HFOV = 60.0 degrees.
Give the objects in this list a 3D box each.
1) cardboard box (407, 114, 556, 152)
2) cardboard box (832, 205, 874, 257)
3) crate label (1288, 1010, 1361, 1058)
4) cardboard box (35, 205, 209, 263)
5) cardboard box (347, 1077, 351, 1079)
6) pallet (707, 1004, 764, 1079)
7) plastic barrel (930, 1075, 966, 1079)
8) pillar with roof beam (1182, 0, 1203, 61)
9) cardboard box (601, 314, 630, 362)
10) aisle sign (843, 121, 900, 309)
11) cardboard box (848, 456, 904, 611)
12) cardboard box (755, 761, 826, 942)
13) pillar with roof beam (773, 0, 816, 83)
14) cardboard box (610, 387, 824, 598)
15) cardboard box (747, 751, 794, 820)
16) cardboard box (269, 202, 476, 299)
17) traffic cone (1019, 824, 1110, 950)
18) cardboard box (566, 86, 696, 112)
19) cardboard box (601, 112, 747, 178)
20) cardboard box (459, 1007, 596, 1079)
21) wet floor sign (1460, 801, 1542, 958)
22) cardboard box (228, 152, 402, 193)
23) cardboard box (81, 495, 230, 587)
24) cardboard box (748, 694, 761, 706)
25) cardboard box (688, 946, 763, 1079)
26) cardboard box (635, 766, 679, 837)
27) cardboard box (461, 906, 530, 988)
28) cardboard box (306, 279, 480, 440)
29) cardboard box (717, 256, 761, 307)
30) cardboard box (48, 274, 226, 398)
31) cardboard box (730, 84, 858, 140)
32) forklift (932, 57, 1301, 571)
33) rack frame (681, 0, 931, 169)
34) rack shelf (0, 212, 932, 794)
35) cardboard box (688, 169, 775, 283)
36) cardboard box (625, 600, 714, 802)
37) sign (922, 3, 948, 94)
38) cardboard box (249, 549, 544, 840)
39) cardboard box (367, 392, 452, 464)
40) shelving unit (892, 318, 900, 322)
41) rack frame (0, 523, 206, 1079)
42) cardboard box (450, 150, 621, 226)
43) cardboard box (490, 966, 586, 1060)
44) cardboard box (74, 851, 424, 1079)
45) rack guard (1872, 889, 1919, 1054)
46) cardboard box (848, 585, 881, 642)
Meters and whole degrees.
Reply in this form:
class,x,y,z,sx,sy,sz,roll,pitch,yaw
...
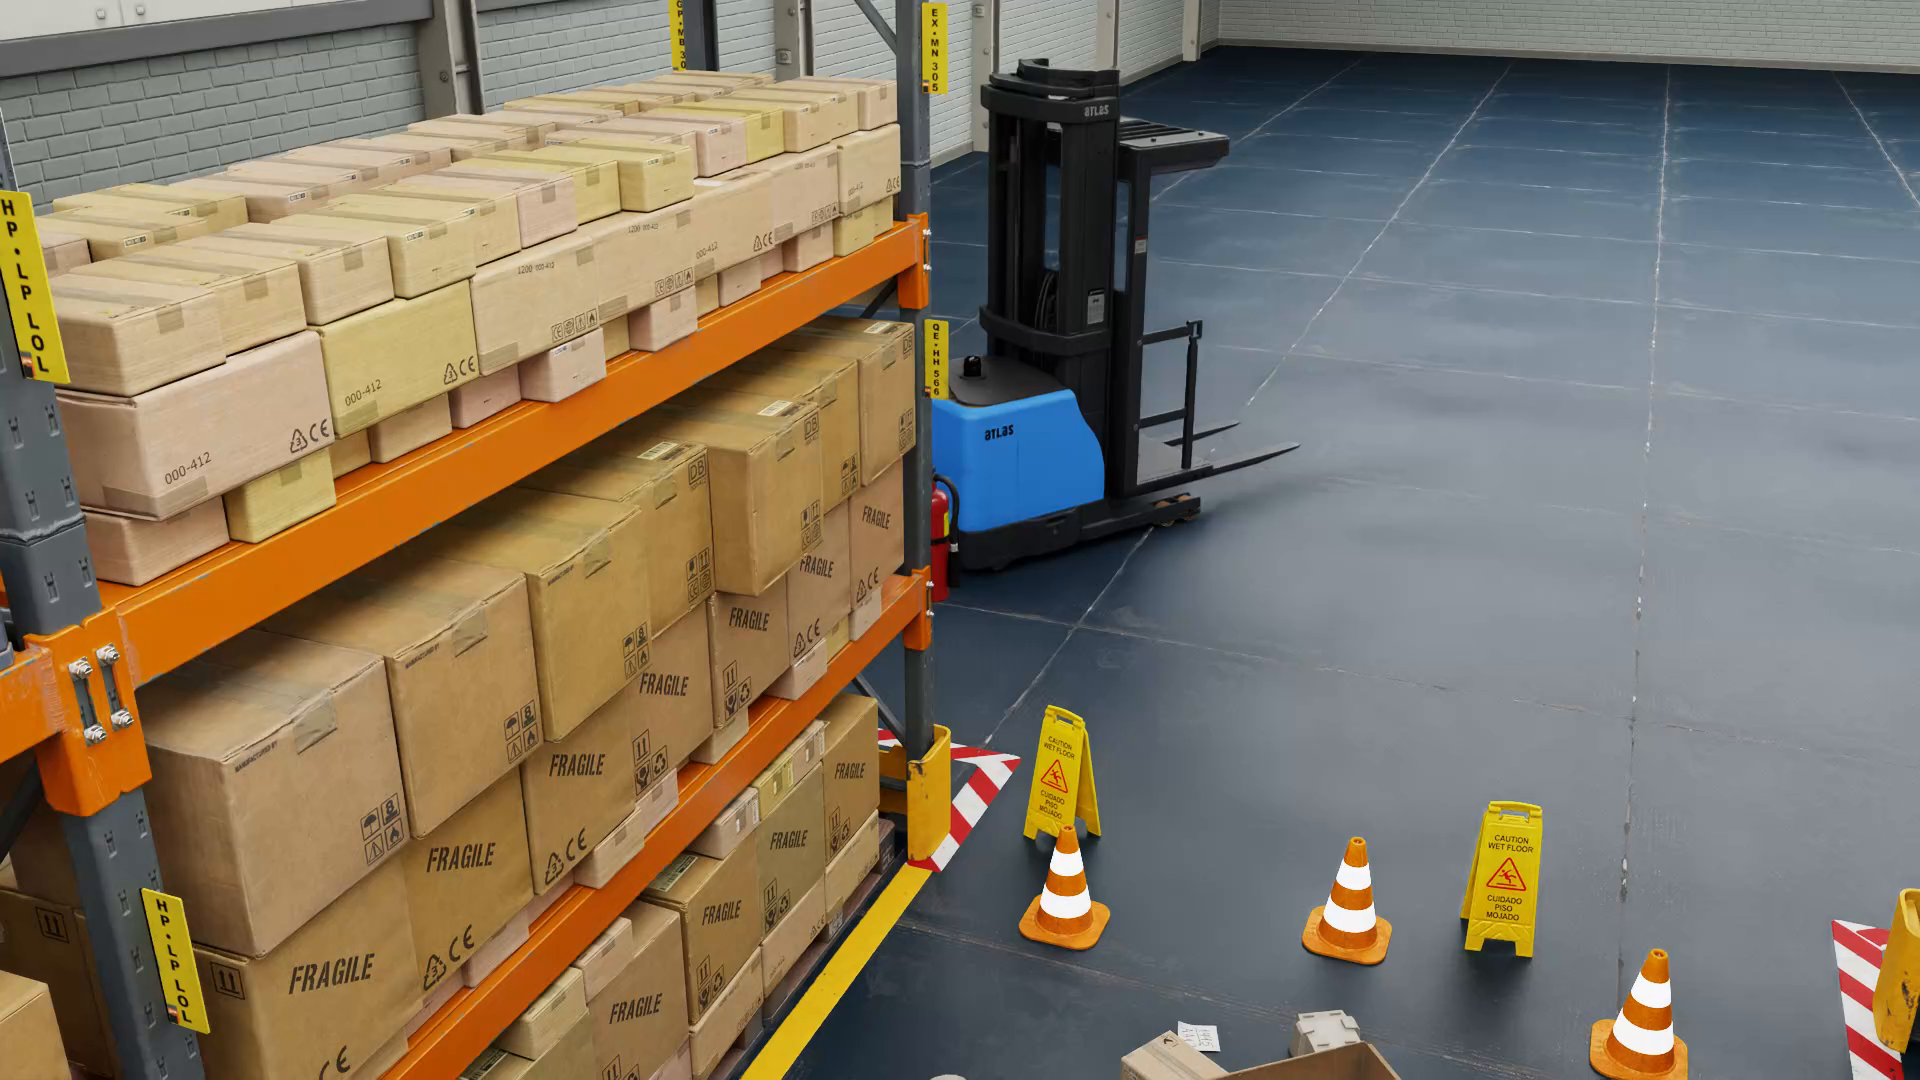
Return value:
class,x,y,z,sx,sy,sz,roll,pitch,yaw
cardboard box,-1.490,-1.231,5.206,0.380,0.149,0.250,9,24,21
cardboard box,-0.536,-1.136,6.013,0.380,0.149,0.250,9,24,20
crate label,1.359,1.857,6.126,0.250,0.136,0.298,-3,23,-8
cardboard box,-1.967,-0.663,3.846,0.380,0.149,0.250,9,24,21
cardboard box,-1.672,1.351,3.950,0.380,0.149,0.250,9,24,20
pallet,-1.419,1.905,5.916,1.003,0.211,1.213,9,24,20
plastic barrel,0.037,2.015,5.377,0.421,0.421,0.512,-12,25,-26
pillar with roof beam,8.834,-13.606,31.649,9.100,9.000,0.400,9,24,20
cardboard box,-1.169,-0.595,4.718,0.380,0.149,0.250,9,24,20
aisle sign,-0.309,-1.310,6.621,0.394,0.787,0.004,9,24,20
cardboard box,-0.547,-0.079,6.533,0.500,0.500,0.500,8,24,19
cardboard box,-0.848,1.111,6.249,0.500,0.500,0.500,10,25,22
pillar with roof beam,2.148,-7.165,16.228,9.100,9.000,0.400,9,24,20
cardboard box,-0.877,-0.183,5.484,0.700,0.500,0.500,8,24,19
cardboard box,-0.827,0.855,6.021,0.380,0.149,0.250,9,24,21
cardboard box,-1.369,-0.681,3.888,0.380,0.149,0.250,9,24,20
traffic cone,0.436,1.379,6.847,0.336,0.463,0.334,9,24,20
cardboard box,-1.152,-1.495,5.836,0.380,0.149,0.250,9,24,20
cardboard box,-0.902,-1.252,5.255,0.380,0.149,0.250,9,24,20
cardboard box,-1.430,1.665,4.922,0.500,0.500,0.500,10,25,22
wet floor sign,2.204,1.335,6.716,0.267,0.644,0.232,5,23,11
cardboard box,-1.753,-0.953,4.539,0.380,0.149,0.250,9,24,21
cardboard box,-1.740,-0.044,3.397,0.380,0.149,0.250,8,24,19
cardboard box,-0.941,0.514,5.954,0.380,0.149,0.250,9,24,21
cardboard box,-1.041,1.645,5.942,0.500,0.250,0.500,8,24,18
cardboard box,-1.121,0.800,5.268,0.380,0.149,0.250,9,24,20
cardboard box,-1.432,1.070,4.622,0.380,0.149,0.250,10,25,22
cardboard box,-1.487,-0.455,3.863,0.500,0.250,0.500,9,24,20
cardboard box,-0.871,-0.869,5.373,0.380,0.149,0.250,9,24,20
cardboard box,-1.667,-0.400,3.216,0.380,0.149,0.250,8,24,19
cardboard box,-0.585,-1.516,5.887,0.380,0.149,0.250,9,24,21
forklift,0.988,-1.590,10.754,3.031,2.935,1.130,-15,27,-32
rack frame,-0.601,-2.898,6.012,1.000,3.000,0.127,9,24,20
rack shelf,-1.344,-0.466,5.016,1.077,0.370,4.000,9,24,20
cardboard box,-0.918,-0.994,5.155,0.500,0.250,0.500,9,24,22
cardboard box,-1.132,0.456,5.250,0.500,0.500,0.500,9,24,21
sign,-0.094,-1.836,6.212,0.100,0.325,0.005,9,24,20
cardboard box,-1.513,0.351,4.205,0.700,0.500,0.500,9,24,20
cardboard box,-1.475,-0.317,4.051,0.380,0.149,0.250,10,25,22
shelving unit,-0.676,-0.461,9.907,0.538,1.500,1.048,3,23,6
rack frame,-2.087,1.302,3.742,1.000,3.000,0.127,9,24,20
cardboard box,-1.167,-0.969,4.577,0.380,0.149,0.250,9,24,21
cardboard box,-1.326,1.339,4.862,0.380,0.149,0.250,10,25,22
cardboard box,-1.665,1.001,3.947,0.500,0.500,0.500,9,24,20
rack guard,4.041,1.688,6.061,1.175,0.500,0.348,9,24,20
cardboard box,-0.533,0.257,6.568,0.380,0.149,0.250,8,24,19
